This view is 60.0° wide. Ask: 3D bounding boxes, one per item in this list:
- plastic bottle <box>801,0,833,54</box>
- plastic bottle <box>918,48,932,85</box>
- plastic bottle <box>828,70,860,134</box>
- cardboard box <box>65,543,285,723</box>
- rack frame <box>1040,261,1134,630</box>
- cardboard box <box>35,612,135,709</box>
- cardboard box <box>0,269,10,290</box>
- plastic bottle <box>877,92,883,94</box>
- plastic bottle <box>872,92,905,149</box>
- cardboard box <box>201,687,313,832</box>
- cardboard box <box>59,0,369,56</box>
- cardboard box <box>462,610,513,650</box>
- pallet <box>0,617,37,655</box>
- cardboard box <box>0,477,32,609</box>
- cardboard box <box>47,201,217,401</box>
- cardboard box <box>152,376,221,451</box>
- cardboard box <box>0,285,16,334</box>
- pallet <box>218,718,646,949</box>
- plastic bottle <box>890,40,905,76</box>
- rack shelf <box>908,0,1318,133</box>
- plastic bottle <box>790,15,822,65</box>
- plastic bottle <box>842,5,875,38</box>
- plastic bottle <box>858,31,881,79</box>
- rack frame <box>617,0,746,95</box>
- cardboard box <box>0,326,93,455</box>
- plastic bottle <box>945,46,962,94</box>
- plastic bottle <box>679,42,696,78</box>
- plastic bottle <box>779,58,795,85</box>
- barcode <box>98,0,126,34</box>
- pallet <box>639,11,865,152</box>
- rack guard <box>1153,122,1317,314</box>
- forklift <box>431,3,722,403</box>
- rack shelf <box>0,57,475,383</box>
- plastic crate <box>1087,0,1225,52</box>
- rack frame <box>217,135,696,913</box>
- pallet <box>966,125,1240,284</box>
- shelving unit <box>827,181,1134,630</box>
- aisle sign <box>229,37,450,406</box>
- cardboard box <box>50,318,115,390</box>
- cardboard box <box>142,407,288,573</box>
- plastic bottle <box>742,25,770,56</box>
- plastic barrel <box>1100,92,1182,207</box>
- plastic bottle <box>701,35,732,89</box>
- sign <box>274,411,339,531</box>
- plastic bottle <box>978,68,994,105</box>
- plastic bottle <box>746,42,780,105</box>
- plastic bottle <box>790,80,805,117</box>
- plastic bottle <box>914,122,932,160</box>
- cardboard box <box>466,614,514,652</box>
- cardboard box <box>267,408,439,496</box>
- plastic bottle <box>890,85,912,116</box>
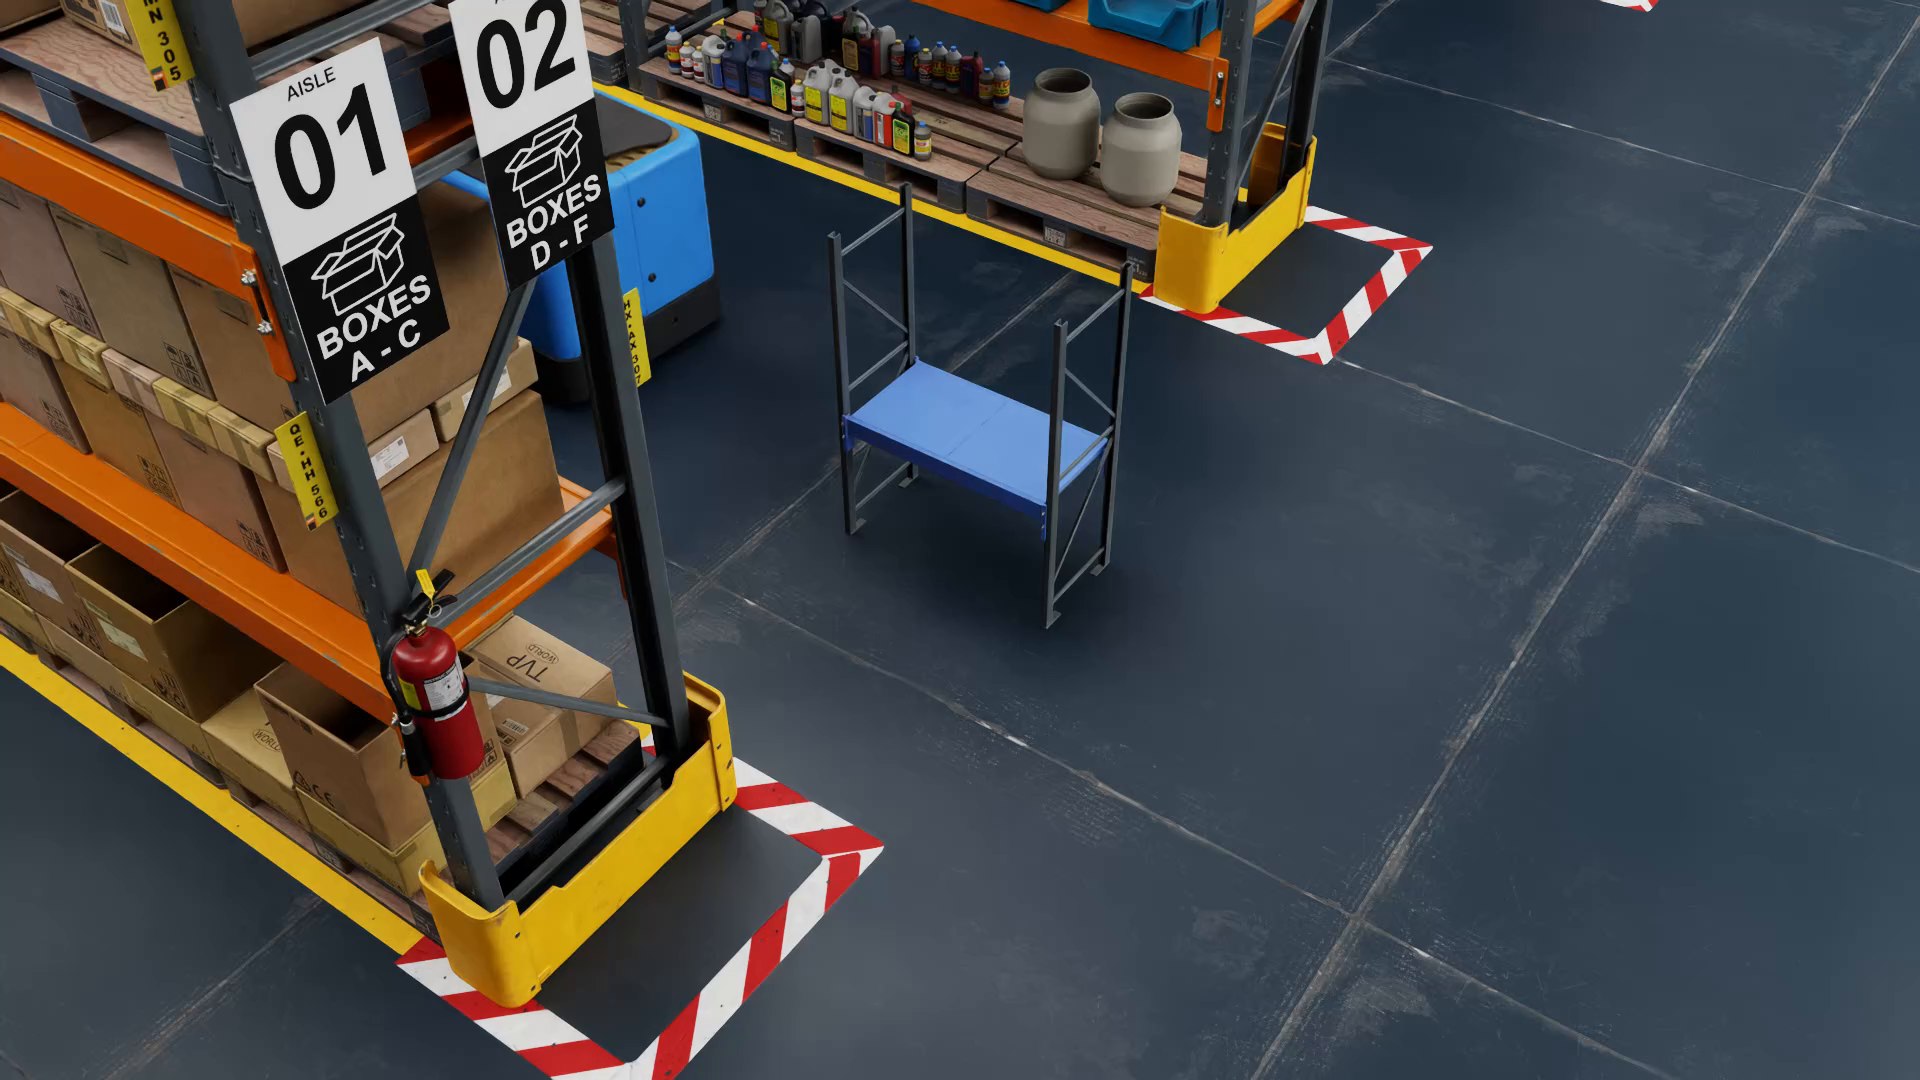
[{"bbox_3d":[-0.878,-3.189,10.221,0.185,0.351,0.144,23,47,23],"label":"plastic bottle"},{"bbox_3d":[-0.202,-2.836,9.939,0.097,0.201,0.097,0,42,0],"label":"plastic bottle"},{"bbox_3d":[-0.650,-2.510,9.462,0.185,0.351,0.144,27,48,27],"label":"plastic bottle"},{"bbox_3d":[-2.737,0.230,5.928,0.500,0.500,0.500,25,48,25],"label":"cardboard box"},{"bbox_3d":[0.486,-0.332,6.496,0.032,1.500,0.500,25,48,25],"label":"rack frame"},{"bbox_3d":[-3.143,0.316,6.395,0.500,0.250,0.500,25,48,25],"label":"cardboard box"},{"bbox_3d":[-2.975,-1.250,5.350,0.500,0.500,0.700,25,48,25],"label":"cardboard box"},{"bbox_3d":[-0.456,-2.468,9.528,0.097,0.201,0.097,0,42,0],"label":"plastic bottle"},{"bbox_3d":[-0.398,-2.368,9.359,0.135,0.276,0.152,25,48,26],"label":"plastic bottle"},{"bbox_3d":[-2.325,0.699,5.967,0.500,0.250,0.500,25,48,25],"label":"cardboard box"},{"bbox_3d":[-1.768,-1.528,3.961,0.637,0.503,0.797,28,49,28],"label":"cardboard box"},{"bbox_3d":[-2.021,0.131,6.039,0.500,0.500,0.500,25,48,25],"label":"cardboard box"},{"bbox_3d":[-3.948,-0.106,7.210,1.213,0.211,1.003,25,48,25],"label":"pallet"},{"bbox_3d":[-3.556,-0.152,6.355,0.500,0.500,0.500,25,48,25],"label":"cardboard box"},{"bbox_3d":[-2.152,-0.866,4.920,0.500,0.500,0.700,24,47,24],"label":"cardboard box"},{"bbox_3d":[-2.146,-0.459,4.952,0.250,0.149,0.380,24,47,25],"label":"cardboard box"},{"bbox_3d":[-2.993,-0.855,5.394,0.250,0.149,0.380,24,47,25],"label":"cardboard box"},{"bbox_3d":[-1.950,0.829,6.166,1.213,0.211,1.003,25,48,25],"label":"pallet"},{"bbox_3d":[-0.370,-2.915,10.027,0.097,0.201,0.097,0,42,0],"label":"plastic bottle"},{"bbox_3d":[-0.090,-3.141,9.050,4.000,0.370,1.077,25,48,25],"label":"rack shelf"},{"bbox_3d":[-0.942,-3.071,10.145,0.135,0.276,0.152,25,48,25],"label":"plastic bottle"},{"bbox_3d":[-0.613,-3.065,10.083,0.185,0.351,0.144,25,47,25],"label":"plastic bottle"},{"bbox_3d":[-0.543,-2.918,9.968,0.133,0.283,0.061,25,48,25],"label":"plastic bottle"},{"bbox_3d":[-1.727,-4.175,9.666,0.127,3.000,1.000,25,48,25],"label":"rack frame"},{"bbox_3d":[-2.944,-0.755,5.769,0.500,0.500,0.700,27,48,27],"label":"cardboard box"},{"bbox_3d":[-0.039,-2.786,9.830,0.097,0.271,0.097,0,42,0],"label":"plastic bottle"},{"bbox_3d":[-1.635,-2.896,10.005,0.097,0.201,0.097,0,42,0],"label":"plastic bottle"},{"bbox_3d":[-1.008,-2.678,9.710,0.097,0.271,0.097,0,42,0],"label":"plastic bottle"},{"bbox_3d":[-1.824,-1.127,3.575,0.075,0.075,0.001,25,48,25],"label":"barcode"},{"bbox_3d":[-1.201,-2.856,10.283,1.213,0.211,1.003,25,48,25],"label":"pallet"},{"bbox_3d":[1.458,-1.715,8.792,0.348,0.500,1.175,25,48,25],"label":"rack guard"},{"bbox_3d":[-2.672,-2.563,7.917,3.031,2.935,1.130,28,49,28],"label":"forklift"},{"bbox_3d":[-2.937,-1.556,5.030,4.000,0.370,1.077,25,48,25],"label":"rack shelf"},{"bbox_3d":[0.966,-2.616,8.036,0.616,0.251,0.499,25,48,25],"label":"plastic crate"},{"bbox_3d":[-1.300,0.059,4.934,0.127,3.000,1.000,25,48,25],"label":"rack frame"},{"bbox_3d":[0.796,-1.922,9.239,1.213,0.211,1.003,25,48,25],"label":"pallet"},{"bbox_3d":[0.070,-0.526,6.713,1.048,1.500,0.538,25,48,25],"label":"shelving unit"},{"bbox_3d":[-1.415,-0.724,3.860,0.004,0.787,0.394,25,48,25],"label":"aisle sign"},{"bbox_3d":[-2.566,-0.657,5.173,0.250,0.149,0.380,27,48,27],"label":"cardboard box"},{"bbox_3d":[-2.107,-0.362,5.330,0.500,0.500,0.700,26,48,26],"label":"cardboard box"},{"bbox_3d":[-1.222,-2.895,9.892,0.185,0.351,0.144,25,48,25],"label":"plastic bottle"},{"bbox_3d":[0.965,-2.083,8.879,0.421,0.512,0.421,0,42,0],"label":"plastic barrel"},{"bbox_3d":[-1.438,-2.854,9.902,0.135,0.276,0.152,27,48,27],"label":"plastic bottle"},{"bbox_3d":[-1.623,-0.169,4.144,0.005,0.325,0.100,25,48,25],"label":"sign"},{"bbox_3d":[0.157,-2.669,9.751,0.097,0.201,0.097,0,42,0],"label":"plastic bottle"},{"bbox_3d":[-1.150,-2.744,9.724,0.185,0.351,0.144,23,47,24],"label":"plastic bottle"},{"bbox_3d":[-0.932,-2.567,9.638,0.097,0.201,0.097,0,42,0],"label":"plastic bottle"},{"bbox_3d":[-0.208,-2.228,9.260,0.097,0.201,0.097,0,42,0],"label":"plastic bottle"},{"bbox_3d":[-2.023,0.411,6.288,0.500,0.250,0.500,25,48,25],"label":"cardboard box"},{"bbox_3d":[-1.722,-0.262,4.732,0.250,0.149,0.380,24,47,25],"label":"cardboard box"},{"bbox_3d":[-0.338,-2.429,9.422,0.133,0.283,0.061,25,48,25],"label":"plastic bottle"}]
